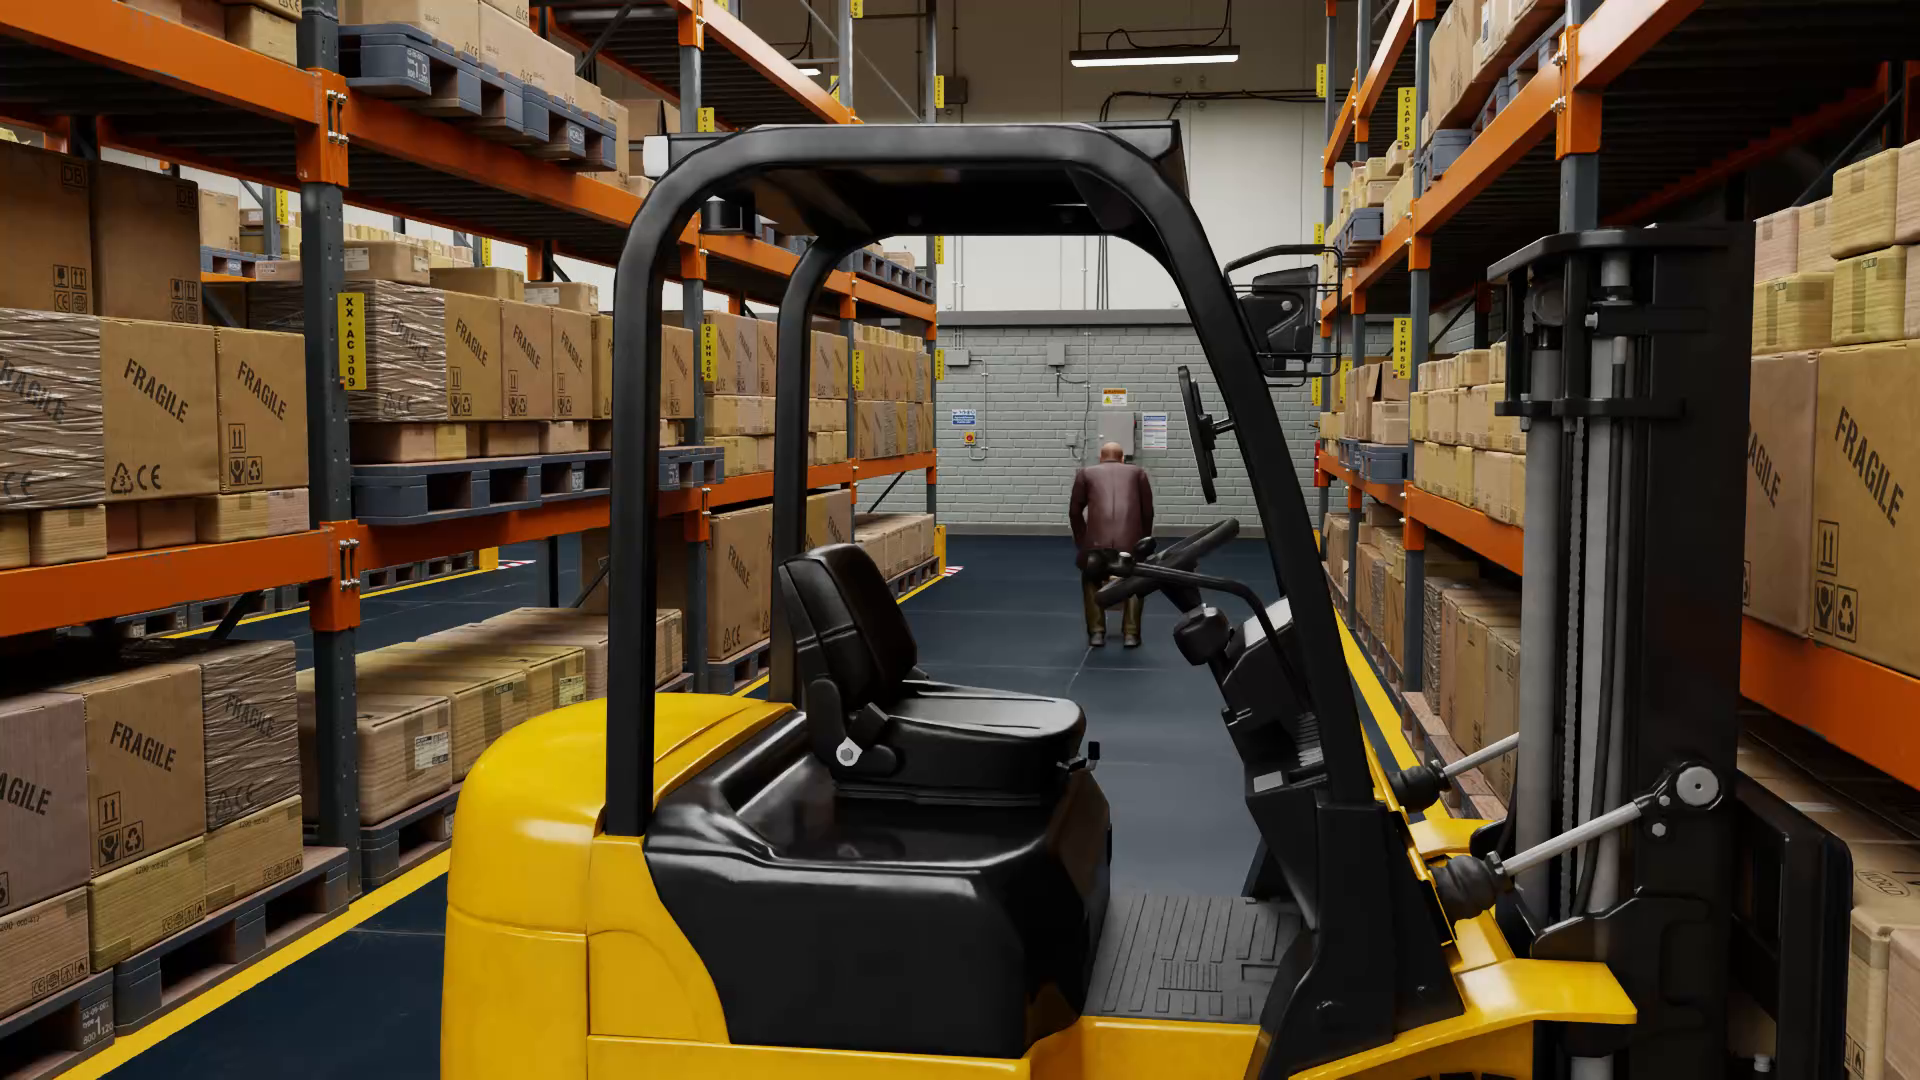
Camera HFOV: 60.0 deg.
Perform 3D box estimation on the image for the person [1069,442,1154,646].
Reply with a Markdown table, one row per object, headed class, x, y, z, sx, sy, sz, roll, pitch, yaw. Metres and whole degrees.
| class | x | y | z | sx | sy | sz | roll | pitch | yaw |
| --- | --- | --- | --- | --- | --- | --- | --- | --- | --- |
| person | 1.106 | 0.026 | 12.220 | 0.629 | 1.483 | 0.680 | 1 | 4 | 9 |
